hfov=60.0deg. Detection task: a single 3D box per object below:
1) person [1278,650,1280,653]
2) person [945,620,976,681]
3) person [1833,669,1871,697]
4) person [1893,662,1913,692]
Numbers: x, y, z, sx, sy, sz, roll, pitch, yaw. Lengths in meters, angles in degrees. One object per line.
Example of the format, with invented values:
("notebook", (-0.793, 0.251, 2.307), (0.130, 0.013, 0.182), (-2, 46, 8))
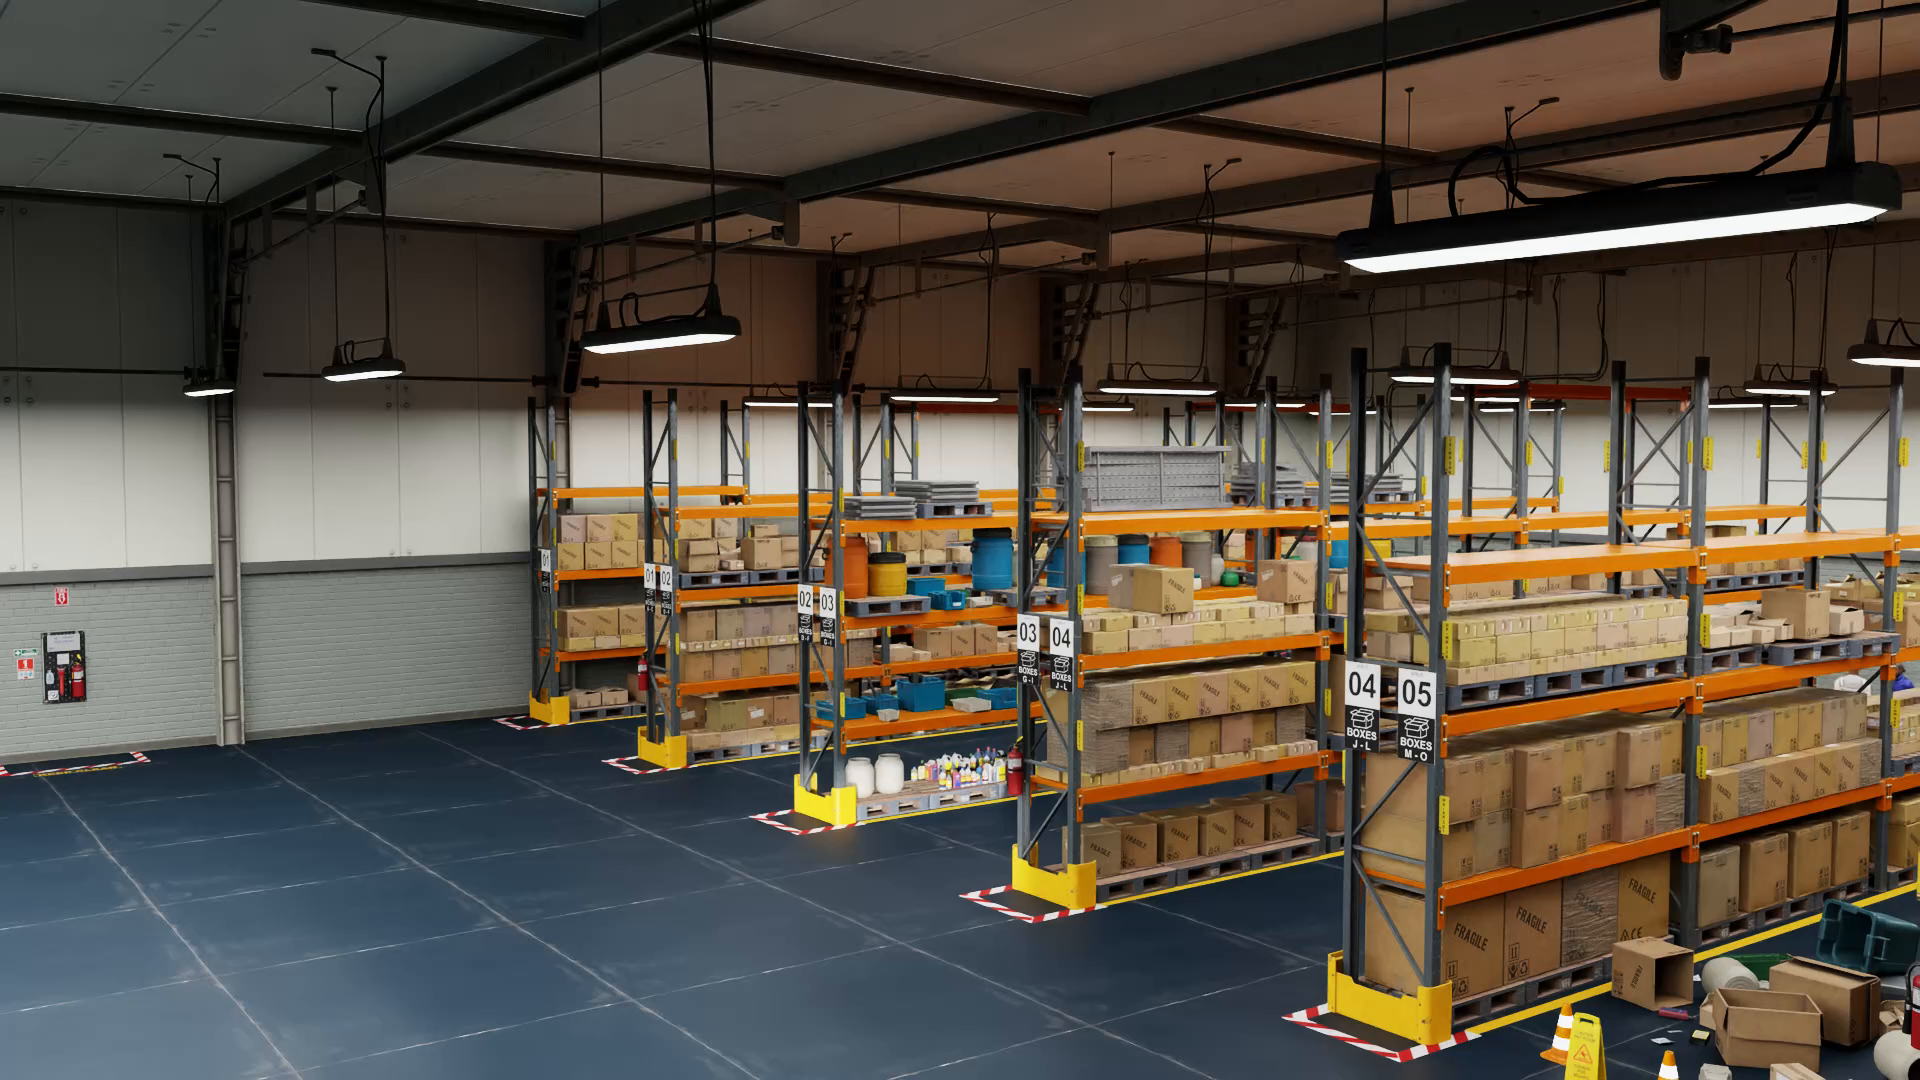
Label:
("person", (7.063, 2.160, 37.323), (0.443, 1.601, 0.454), (2, 4, 26))
("person", (0.016, 2.102, 34.248), (0.679, 1.578, 0.589), (-2, 4, -33))
("person", (13.895, 2.758, 25.954), (0.574, 1.784, 0.437), (2, 4, 28))
("person", (15.228, 2.755, 26.872), (0.863, 1.612, 0.442), (-3, 4, -38))
